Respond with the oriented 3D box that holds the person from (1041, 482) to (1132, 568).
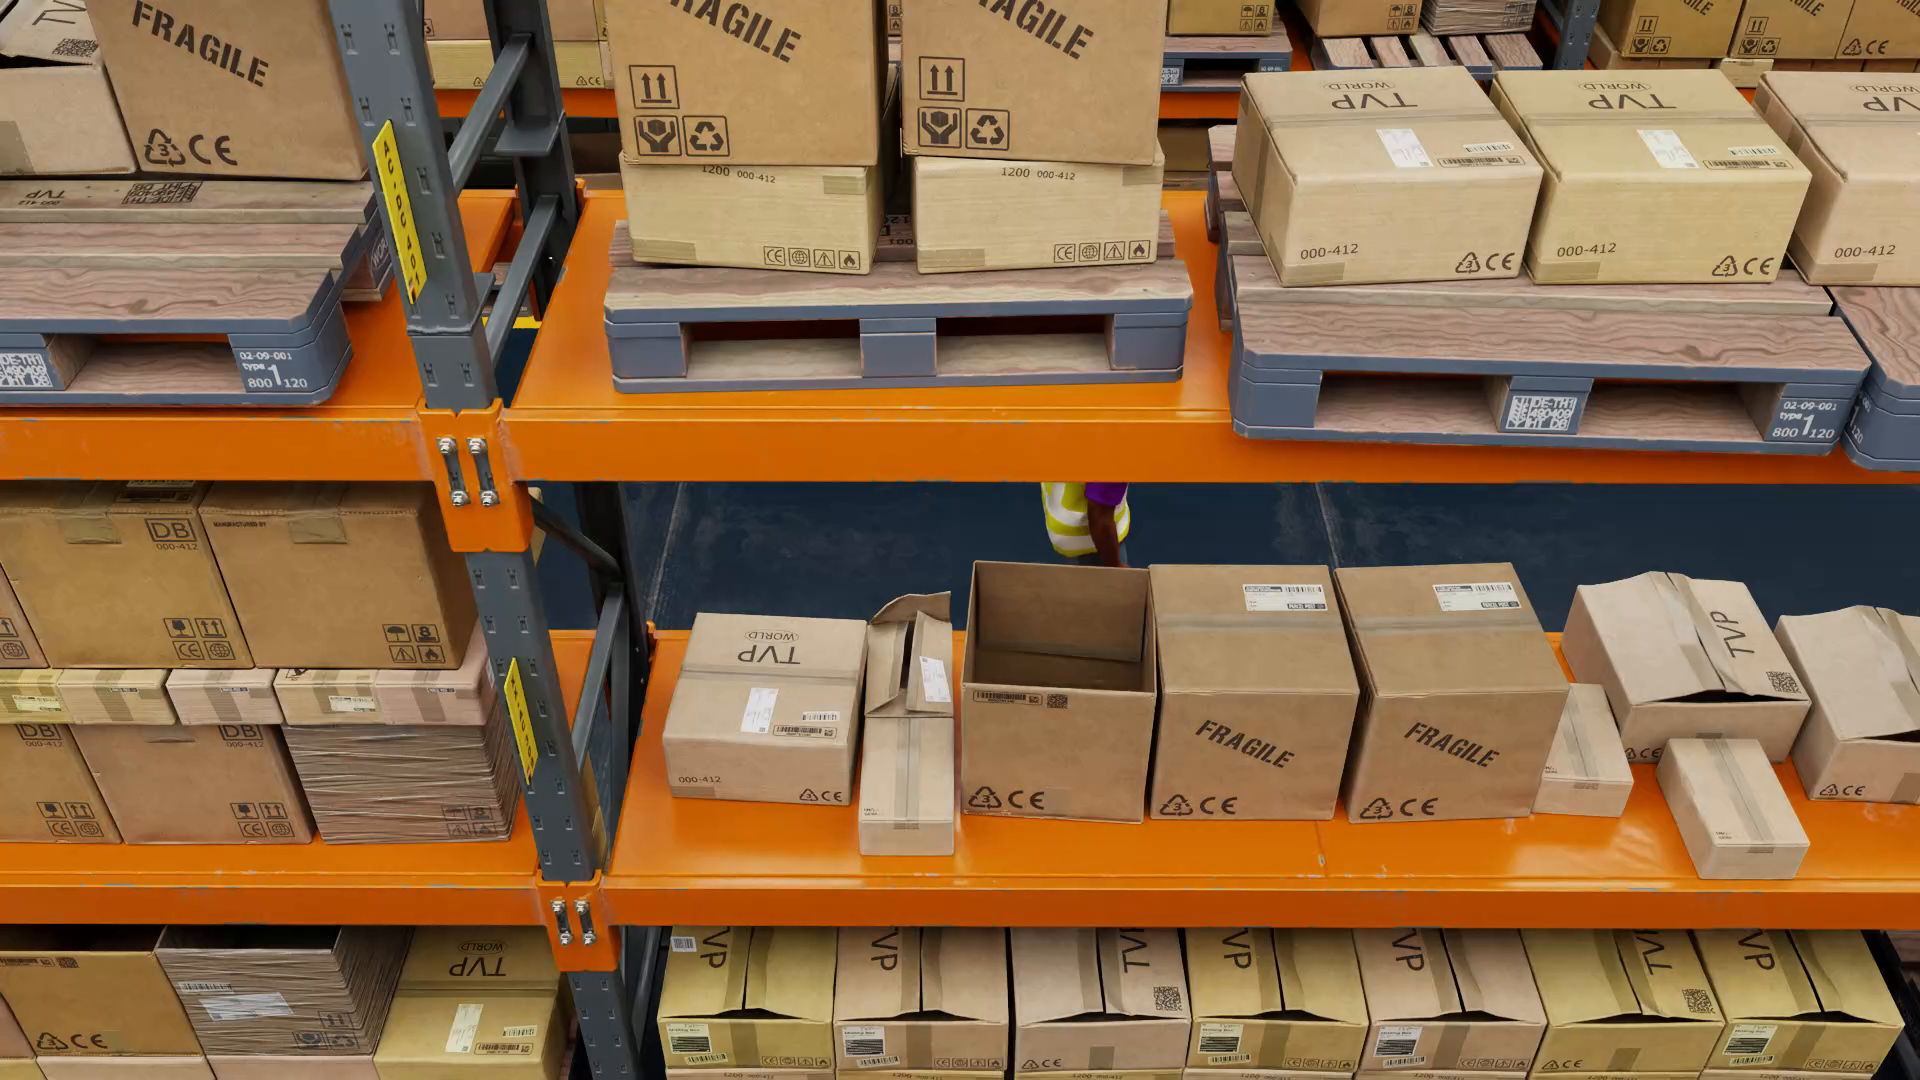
[{"bbox_3d":[0.535,-0.066,6.222,0.462,1.759,0.632,-2,39,-2],"label":"person"}]
